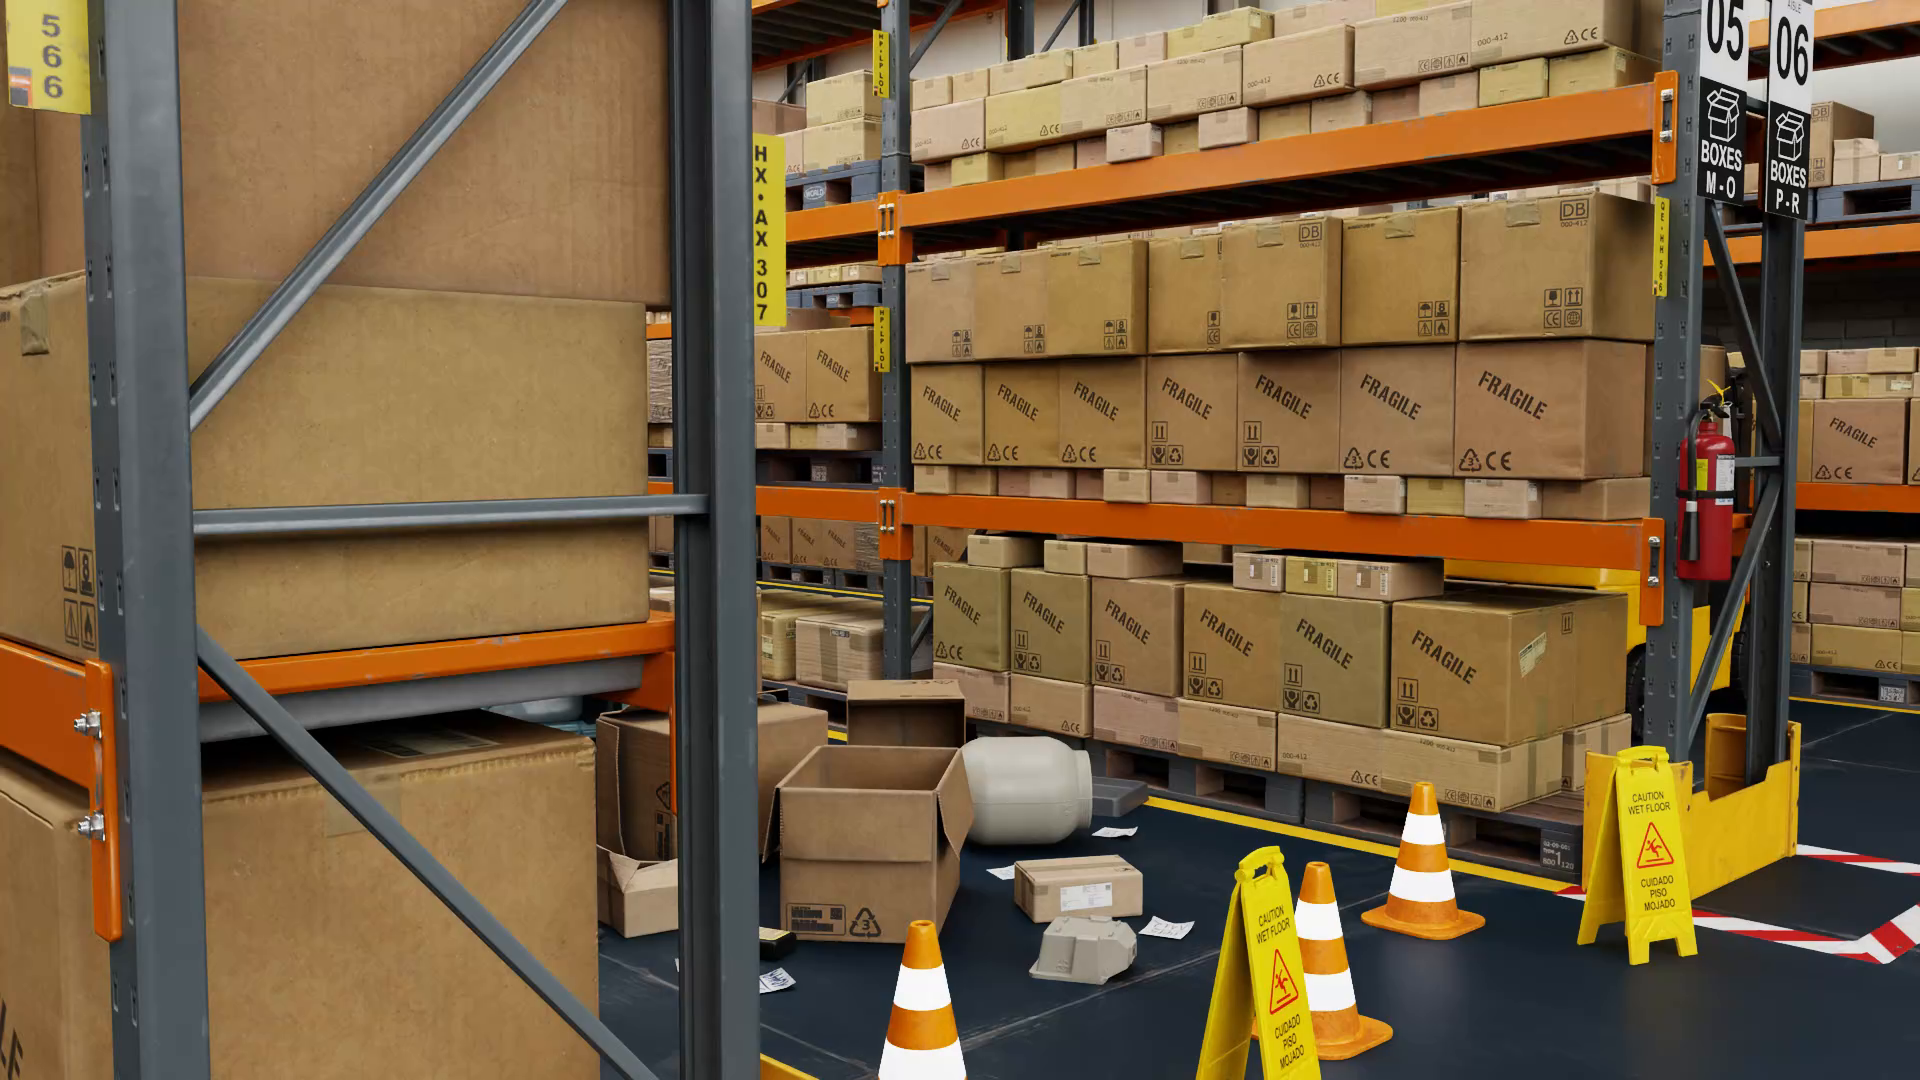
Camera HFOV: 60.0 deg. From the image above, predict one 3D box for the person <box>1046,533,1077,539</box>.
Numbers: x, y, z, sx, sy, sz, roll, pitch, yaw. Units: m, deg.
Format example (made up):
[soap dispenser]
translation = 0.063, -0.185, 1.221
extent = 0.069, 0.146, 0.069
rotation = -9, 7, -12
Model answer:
[person]
translation = 0.561, 0.010, 11.722
extent = 0.557, 1.677, 0.425
rotation = -4, 5, -42
